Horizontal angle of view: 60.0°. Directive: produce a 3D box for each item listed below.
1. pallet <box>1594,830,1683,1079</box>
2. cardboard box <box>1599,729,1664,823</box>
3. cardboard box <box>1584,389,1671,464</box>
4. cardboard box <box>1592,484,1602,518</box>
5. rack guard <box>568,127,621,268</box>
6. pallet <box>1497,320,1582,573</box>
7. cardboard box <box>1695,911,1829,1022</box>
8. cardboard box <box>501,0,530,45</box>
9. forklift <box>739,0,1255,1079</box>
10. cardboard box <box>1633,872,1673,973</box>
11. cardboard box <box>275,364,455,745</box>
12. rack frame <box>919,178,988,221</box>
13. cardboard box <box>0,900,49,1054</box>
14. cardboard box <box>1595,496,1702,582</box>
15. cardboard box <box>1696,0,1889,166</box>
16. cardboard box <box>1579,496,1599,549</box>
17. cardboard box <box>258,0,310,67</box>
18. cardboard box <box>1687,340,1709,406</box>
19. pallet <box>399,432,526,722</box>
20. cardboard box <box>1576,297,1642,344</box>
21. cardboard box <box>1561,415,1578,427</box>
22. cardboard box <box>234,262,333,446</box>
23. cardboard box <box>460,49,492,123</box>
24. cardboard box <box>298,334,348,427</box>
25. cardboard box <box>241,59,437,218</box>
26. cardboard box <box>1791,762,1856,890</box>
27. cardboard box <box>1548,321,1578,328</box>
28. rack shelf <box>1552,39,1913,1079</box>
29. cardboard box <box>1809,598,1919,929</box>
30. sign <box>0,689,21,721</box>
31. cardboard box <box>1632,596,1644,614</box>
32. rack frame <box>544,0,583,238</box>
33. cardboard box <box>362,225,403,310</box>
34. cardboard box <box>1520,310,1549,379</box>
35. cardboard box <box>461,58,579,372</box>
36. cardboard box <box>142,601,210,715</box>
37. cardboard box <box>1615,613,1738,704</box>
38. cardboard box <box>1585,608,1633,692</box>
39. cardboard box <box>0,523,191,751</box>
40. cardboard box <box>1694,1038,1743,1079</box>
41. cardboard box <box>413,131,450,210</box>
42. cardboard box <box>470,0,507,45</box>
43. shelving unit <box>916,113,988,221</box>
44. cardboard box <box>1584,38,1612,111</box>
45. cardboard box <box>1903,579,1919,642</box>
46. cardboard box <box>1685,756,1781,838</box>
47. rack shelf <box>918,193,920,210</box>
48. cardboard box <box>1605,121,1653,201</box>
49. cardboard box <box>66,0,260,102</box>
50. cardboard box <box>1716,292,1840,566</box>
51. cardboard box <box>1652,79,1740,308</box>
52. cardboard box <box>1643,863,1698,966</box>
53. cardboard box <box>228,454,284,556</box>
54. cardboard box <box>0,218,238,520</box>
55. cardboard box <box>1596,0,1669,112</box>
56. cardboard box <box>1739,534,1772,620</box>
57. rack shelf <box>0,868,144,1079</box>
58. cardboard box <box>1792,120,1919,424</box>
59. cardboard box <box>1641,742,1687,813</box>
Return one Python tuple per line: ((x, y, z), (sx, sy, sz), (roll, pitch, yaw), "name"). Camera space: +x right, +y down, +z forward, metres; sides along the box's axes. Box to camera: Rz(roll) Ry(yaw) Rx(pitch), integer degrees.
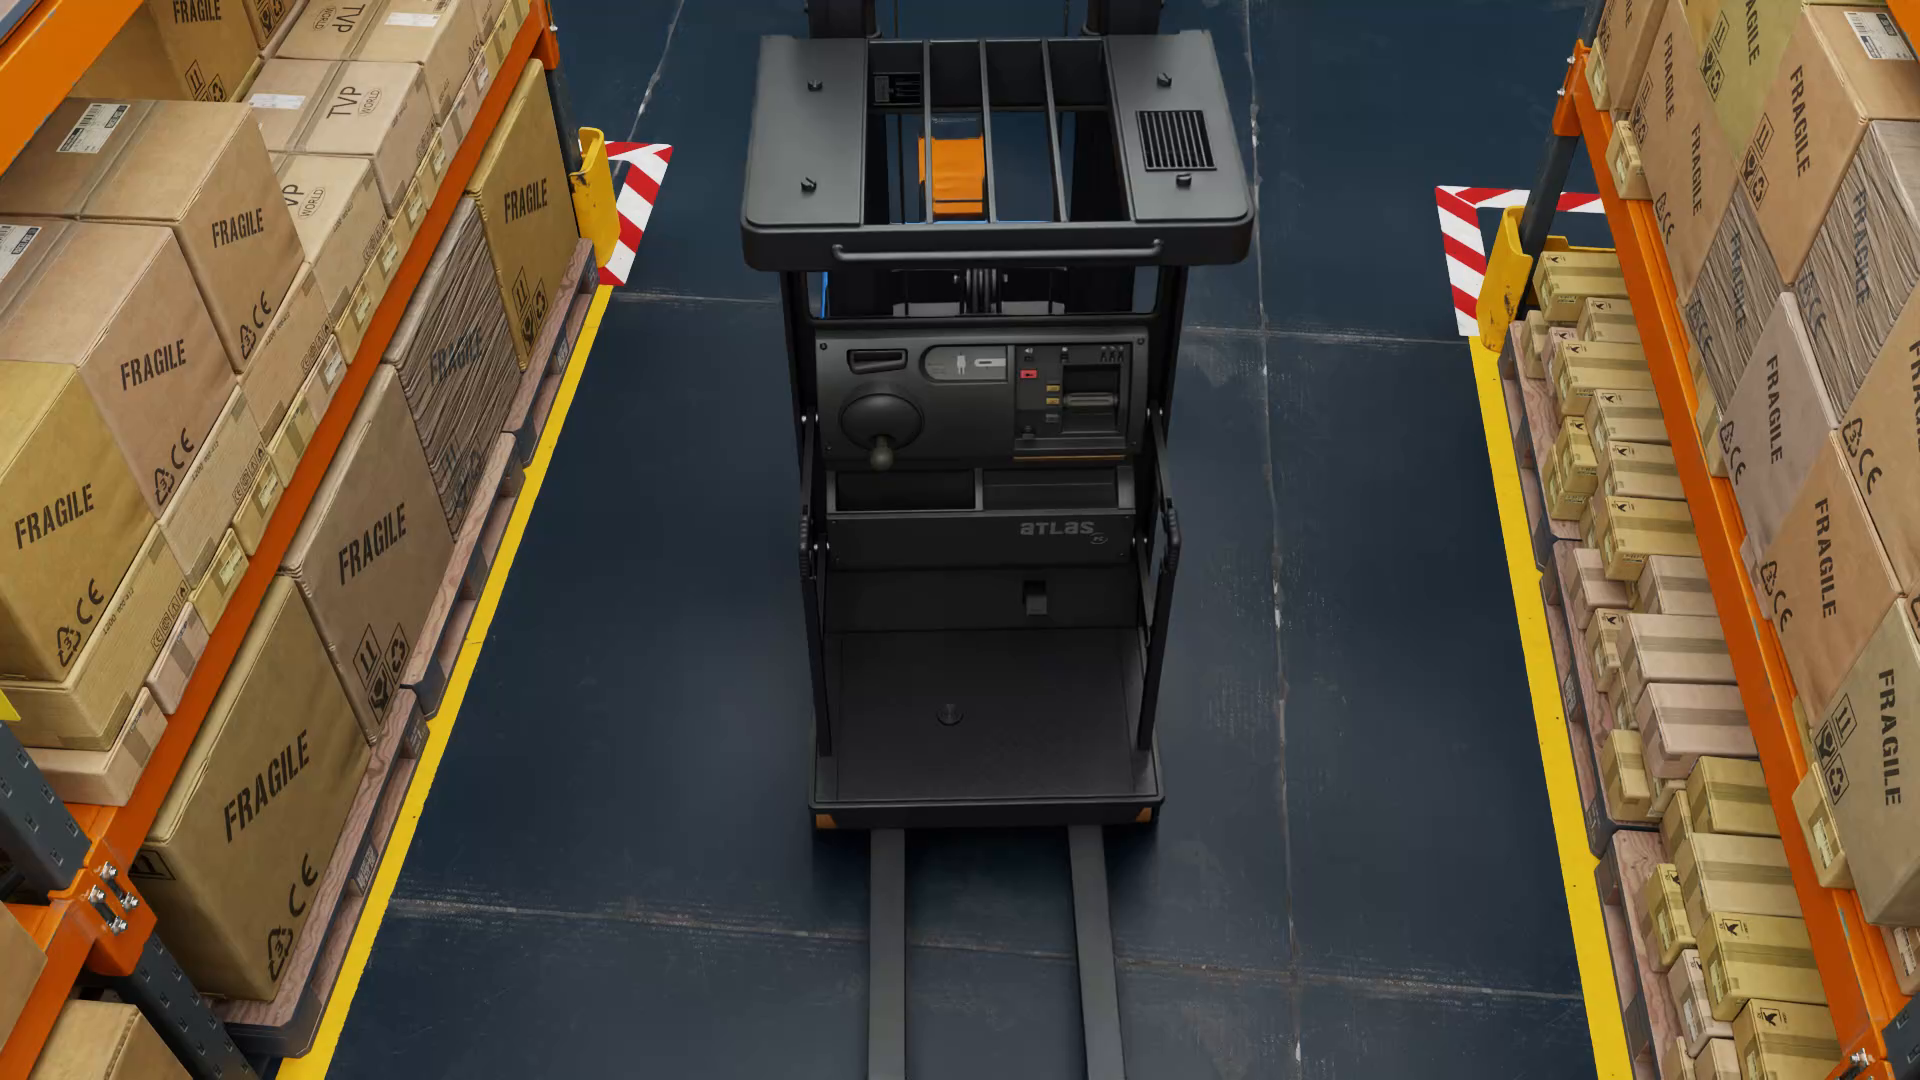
((2.461, 1.440, 4.790), (1.003, 0.211, 1.213), (4, 48, 4), "pallet")
((2.225, 0.744, 5.184), (0.380, 0.149, 0.250), (4, 48, 3), "cardboard box")
((2.417, -0.388, 5.816), (0.380, 0.149, 0.250), (2, 48, 2), "cardboard box")
((2.420, -0.091, 5.746), (0.380, 0.149, 0.250), (2, 48, 2), "cardboard box")
((-2.129, -1.526, 7.307), (1.175, 0.500, 0.348), (4, 48, 4), "rack guard")
((2.683, -0.353, 6.430), (1.003, 0.211, 1.213), (4, 48, 4), "pallet")
((2.192, 1.145, 4.414), (0.380, 0.149, 0.250), (4, 48, 4), "cardboard box")
((-1.835, -1.984, 6.202), (0.380, 0.149, 0.250), (5, 48, 4), "cardboard box")
((0.070, -0.300, 4.538), (1.130, 2.935, 3.031), (-1, 48, -1), "forklift")
((2.198, 1.120, 4.840), (0.380, 0.149, 0.250), (2, 48, 2), "cardboard box")
((-2.273, 0.021, 5.353), (0.875, 0.875, 0.875), (4, 48, 4), "cardboard box")
((-0.022, -0.843, 6.208), (0.240, 1.200, 0.015), (-1, 48, -1), "rack frame")
((-2.266, 0.915, 3.312), (0.500, 0.500, 0.500), (4, 48, 4), "cardboard box")
((2.313, 0.006, 5.456), (0.380, 0.149, 0.250), (5, 48, 4), "cardboard box")
((2.385, -1.352, 4.507), (0.500, 0.500, 0.500), (3, 48, 3), "cardboard box")
((2.414, -0.005, 5.870), (0.380, 0.149, 0.250), (4, 48, 4), "cardboard box")
((-2.484, -1.685, 5.658), (0.500, 0.250, 0.500), (3, 48, 3), "cardboard box")
((2.352, -0.494, 4.839), (0.380, 0.149, 0.250), (5, 48, 5), "cardboard box")
((-2.239, 0.076, 6.038), (1.003, 0.211, 1.213), (4, 48, 4), "pallet")
((2.508, -0.752, 6.149), (0.380, 0.149, 0.250), (5, 48, 4), "cardboard box")
((2.475, -0.380, 6.212), (0.380, 0.149, 0.250), (4, 48, 4), "cardboard box")
((-2.100, -0.537, 4.608), (0.500, 0.250, 0.500), (5, 48, 4), "cardboard box")
((-1.881, -1.607, 5.857), (0.380, 0.149, 0.250), (4, 48, 4), "cardboard box")
((-2.020, -0.476, 4.823), (0.380, 0.149, 0.250), (4, 48, 4), "cardboard box")
((-2.004, -1.281, 5.289), (0.500, 0.250, 0.500), (2, 48, 2), "cardboard box")
((2.143, 0.657, 3.786), (0.380, 0.149, 0.250), (3, 48, 2), "cardboard box")
((2.496, -0.857, 6.447), (0.380, 0.149, 0.250), (6, 48, 5), "cardboard box")
((2.617, -0.232, 4.917), (1.077, 0.370, 4.000), (4, 48, 4), "rack shelf")
((2.198, 0.486, 3.503), (0.500, 0.500, 0.500), (4, 48, 4), "cardboard box")
((-1.954, 0.252, 3.255), (0.100, 0.325, 0.005), (4, 48, 4), "sign")
((2.402, 0.309, 5.380), (0.380, 0.149, 0.250), (6, 48, 5), "cardboard box")
((-2.131, -2.352, 6.369), (1.000, 3.000, 0.127), (4, 48, 4), "rack frame")
((-1.975, -0.860, 5.174), (0.380, 0.149, 0.250), (5, 48, 4), "cardboard box")
((2.433, -0.761, 6.560), (0.380, 0.149, 0.250), (5, 48, 4), "cardboard box")
((-2.109, -1.301, 6.563), (0.875, 0.875, 0.875), (4, 48, 4), "cardboard box")
((-2.113, 0.284, 4.128), (0.380, 0.149, 0.250), (2, 48, 2), "cardboard box")
((2.254, 0.372, 5.121), (0.380, 0.149, 0.250), (2, 48, 2), "cardboard box")
((2.305, 0.377, 5.520), (0.380, 0.149, 0.250), (4, 48, 4), "cardboard box")
((-2.192, 0.210, 3.926), (0.500, 0.250, 0.500), (3, 48, 3), "cardboard box")
((2.147, 1.462, 4.326), (0.380, 0.149, 0.250), (5, 48, 4), "cardboard box")
((-1.927, -1.233, 5.515), (0.380, 0.149, 0.250), (3, 48, 3), "cardboard box")
((-1.911, -2.028, 5.972), (0.500, 0.250, 0.500), (3, 48, 3), "cardboard box")
((-0.028, -1.023, 6.372), (0.258, 1.200, 0.503), (-1, 48, -1), "shelving unit")
((2.443, -1.644, 5.891), (0.380, 0.149, 0.250), (4, 48, 3), "cardboard box")
((2.208, 0.160, 3.124), (0.500, 0.500, 0.500), (2, 48, 2), "cardboard box")
((2.309, 0.776, 4.751), (0.380, 0.149, 0.250), (5, 48, 5), "cardboard box")
((-0.028, -1.128, 6.257), (0.258, 0.148, 0.480), (-1, 48, -1), "rack shelf")
((2.384, -1.260, 5.540), (0.380, 0.149, 0.250), (3, 48, 2), "cardboard box")
((-2.530, -1.572, 5.047), (0.500, 0.500, 0.500), (3, 48, 2), "cardboard box")
((2.293, -0.261, 4.186), (0.500, 0.500, 0.500), (4, 48, 3), "cardboard box")
((2.403, -1.013, 4.875), (0.500, 0.500, 0.500), (4, 48, 4), "cardboard box")
((2.166, 1.064, 4.690), (0.380, 0.149, 0.250), (2, 48, 2), "cardboard box")
((-2.068, -0.103, 4.482), (0.380, 0.149, 0.250), (3, 48, 2), "cardboard box")
((-2.144, -0.412, 3.986), (0.500, 0.500, 0.500), (4, 48, 4), "cardboard box")
((2.483, -1.767, 5.564), (0.500, 0.500, 0.500), (6, 48, 5), "cardboard box")
((2.270, 0.076, 4.318), (0.380, 0.149, 0.250), (2, 48, 2), "cardboard box")
((-2.678, 2.300, 2.602), (1.077, 0.370, 4.000), (4, 48, 4), "rack shelf")
((2.311, -0.596, 3.815), (0.500, 0.500, 0.500), (5, 48, 5), "cardboard box")
((2.290, 0.698, 5.025), (0.380, 0.149, 0.250), (5, 48, 4), "cardboard box")
